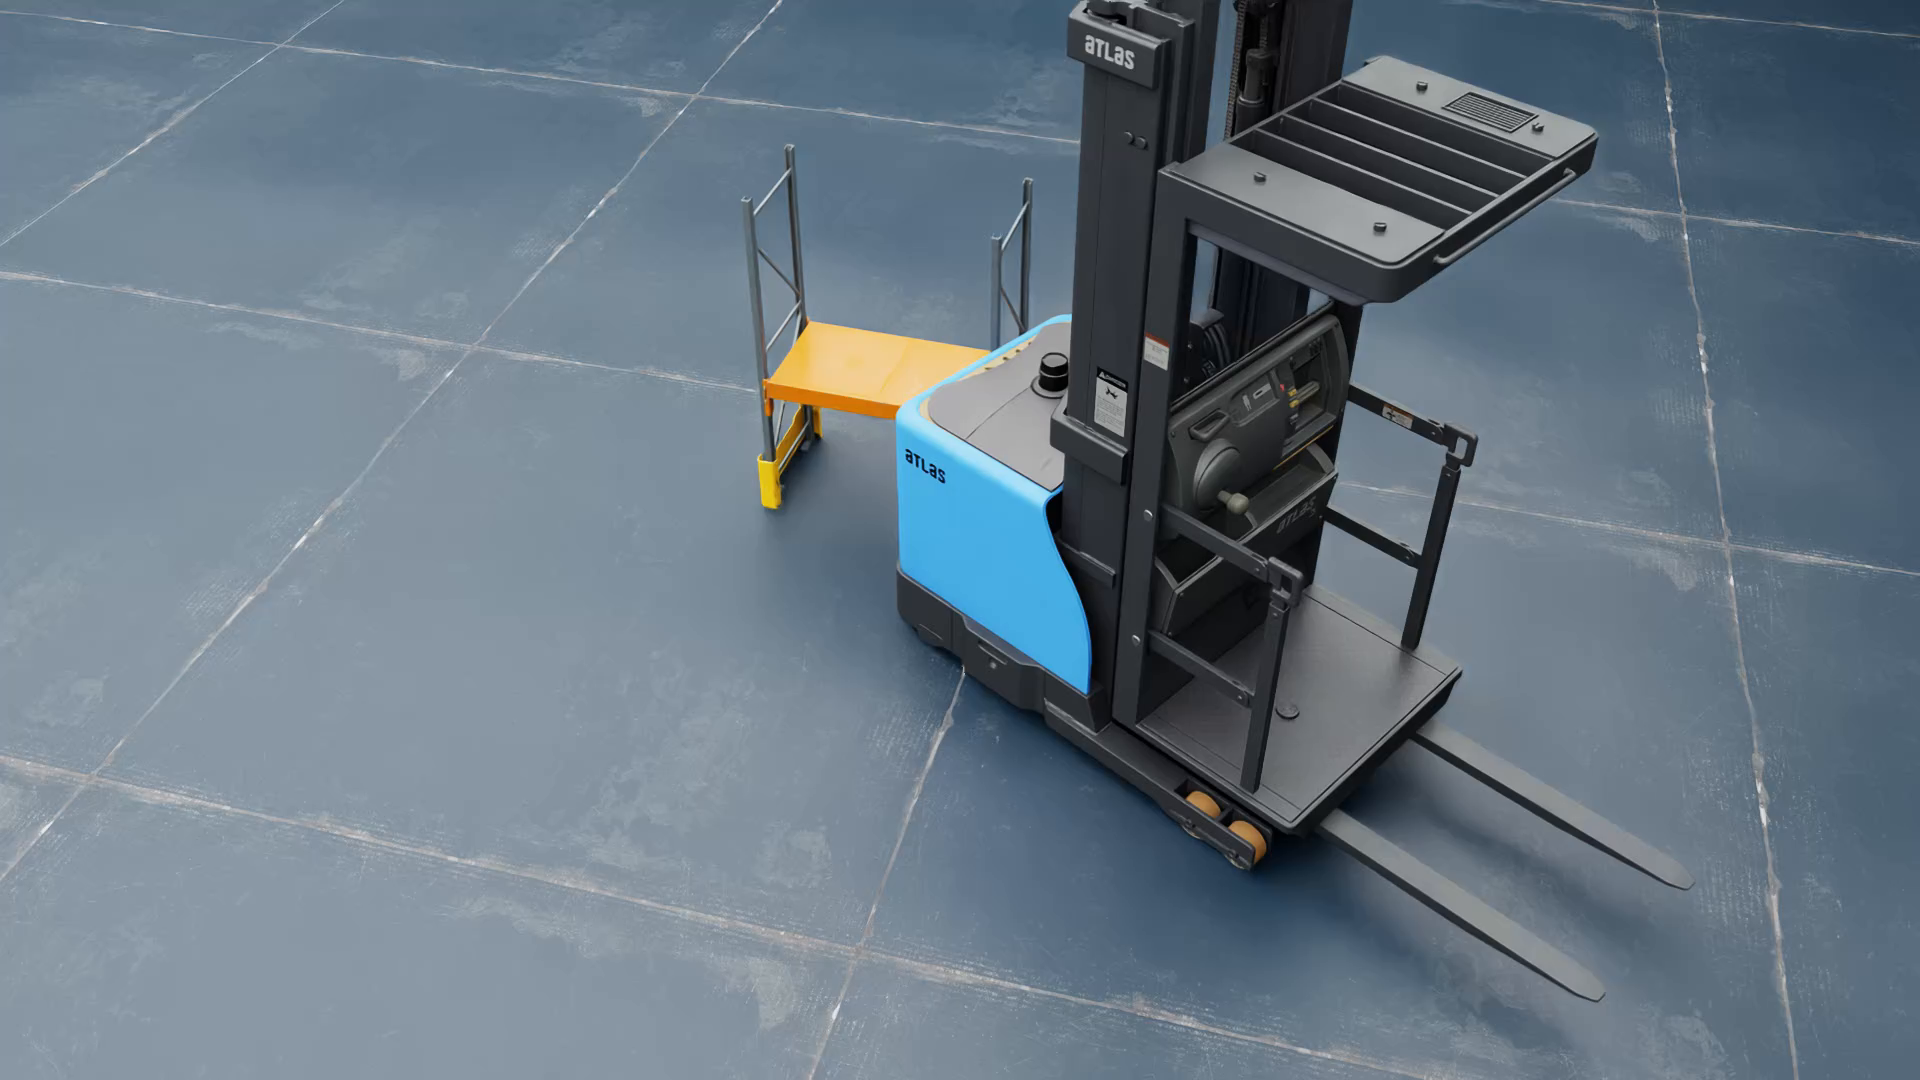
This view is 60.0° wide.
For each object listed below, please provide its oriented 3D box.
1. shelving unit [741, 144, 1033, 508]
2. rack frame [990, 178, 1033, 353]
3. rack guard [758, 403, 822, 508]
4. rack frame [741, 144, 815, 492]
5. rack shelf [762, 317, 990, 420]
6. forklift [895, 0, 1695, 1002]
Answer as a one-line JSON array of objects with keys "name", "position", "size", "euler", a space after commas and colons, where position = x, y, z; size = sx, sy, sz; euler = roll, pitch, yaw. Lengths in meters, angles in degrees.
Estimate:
[{"name": "shelving unit", "position": [-0.291, -0.810, 7.048], "size": [1.083, 1.500, 0.587], "euler": [11, 41, 13]}, {"name": "rack frame", "position": [0.205, -0.714, 6.934], "size": [0.032, 1.500, 0.500], "euler": [11, 41, 13]}, {"name": "rack guard", "position": [-0.768, -0.424, 7.560], "size": [0.087, 0.250, 0.587], "euler": [11, 41, 13]}, {"name": "rack frame", "position": [-0.769, -0.902, 7.158], "size": [0.032, 1.500, 0.500], "euler": [11, 41, 13]}, {"name": "rack shelf", "position": [-0.282, -0.671, 7.162], "size": [1.000, 0.185, 0.538], "euler": [11, 41, 13]}, {"name": "forklift", "position": [1.146, -0.346, 5.383], "size": [3.031, 2.935, 1.130], "euler": [32, 50, 33]}]
